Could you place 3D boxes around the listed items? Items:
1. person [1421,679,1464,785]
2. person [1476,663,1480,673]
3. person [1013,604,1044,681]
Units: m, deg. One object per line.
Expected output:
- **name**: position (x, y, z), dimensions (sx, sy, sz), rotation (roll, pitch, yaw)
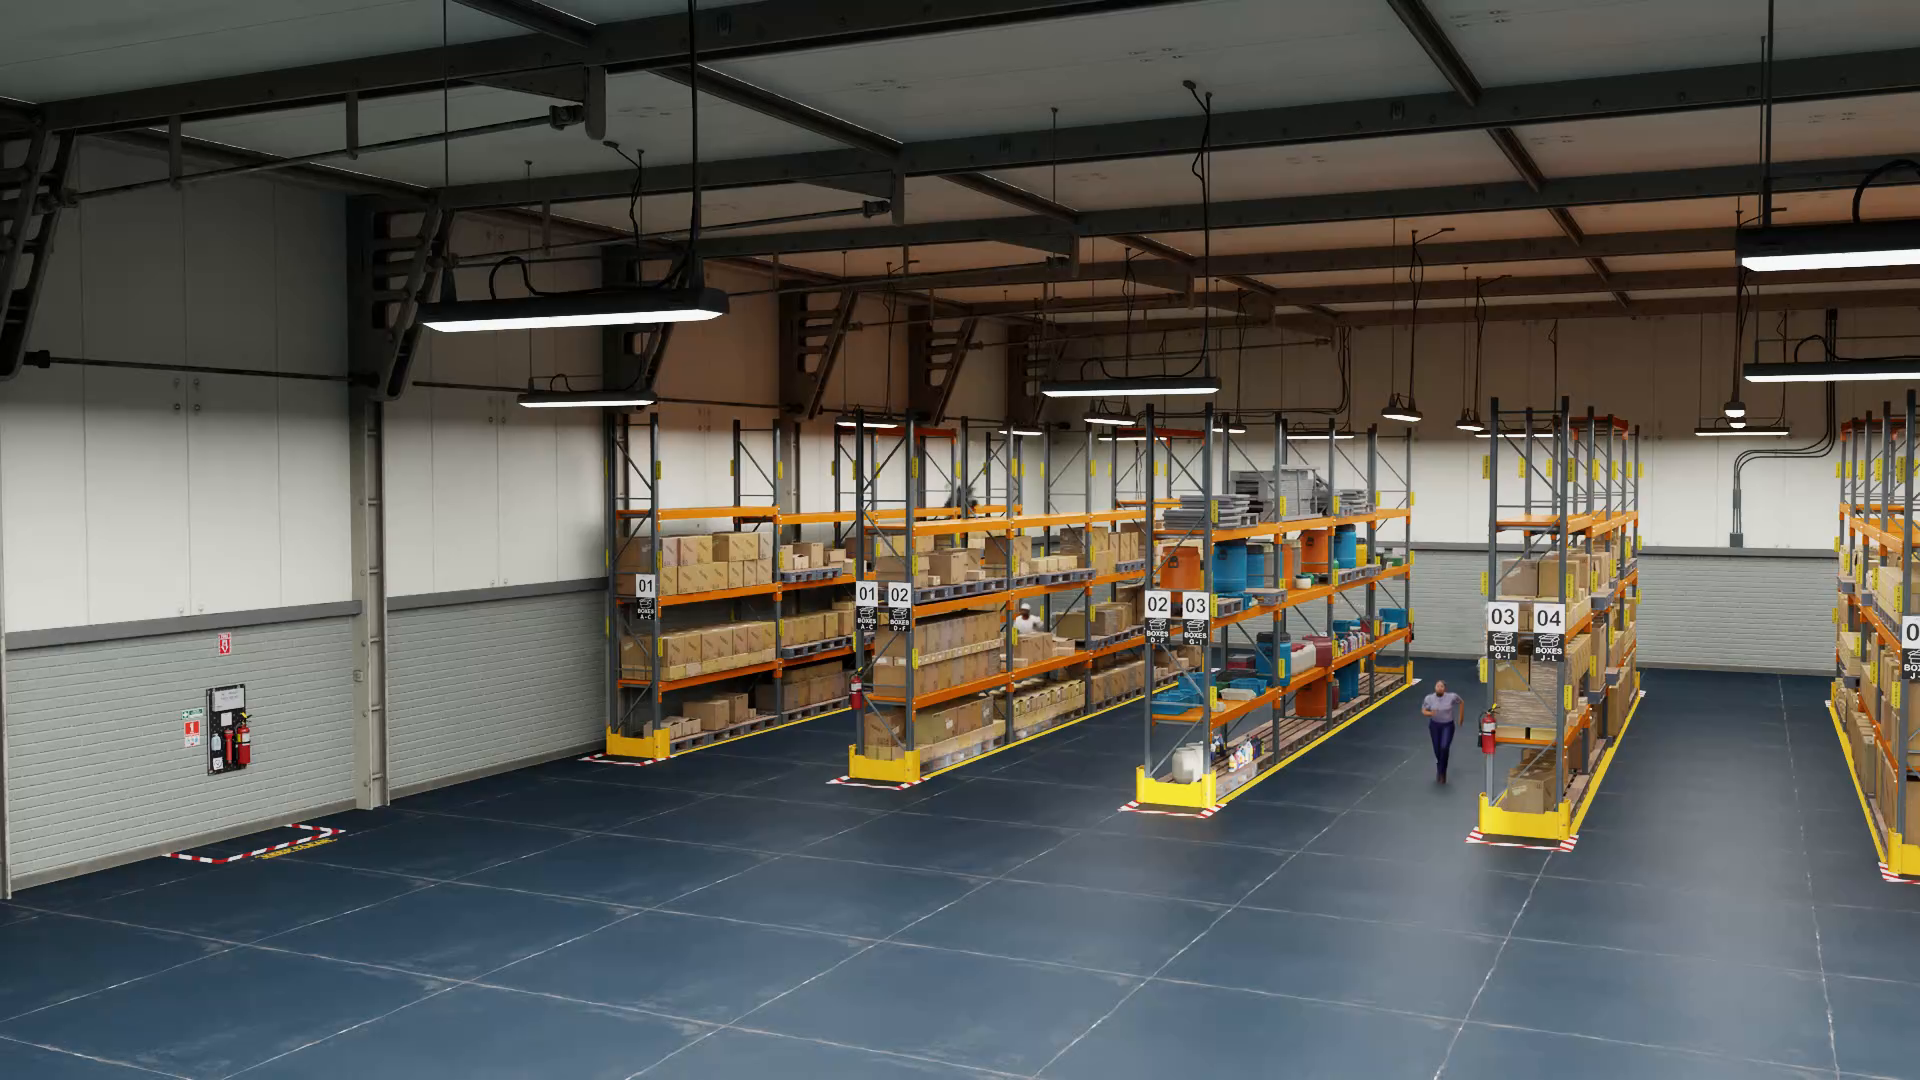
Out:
- **person**: position (7.753, 3.067, 26.742), dimensions (0.626, 1.683, 0.826), rotation (1, 3, 23)
- **person**: position (12.766, 2.432, 39.588), dimensions (0.908, 1.770, 0.668), rotation (1, 3, 29)
- **person**: position (1.459, 2.299, 36.626), dimensions (0.723, 1.808, 0.827), rotation (1, 3, 24)
